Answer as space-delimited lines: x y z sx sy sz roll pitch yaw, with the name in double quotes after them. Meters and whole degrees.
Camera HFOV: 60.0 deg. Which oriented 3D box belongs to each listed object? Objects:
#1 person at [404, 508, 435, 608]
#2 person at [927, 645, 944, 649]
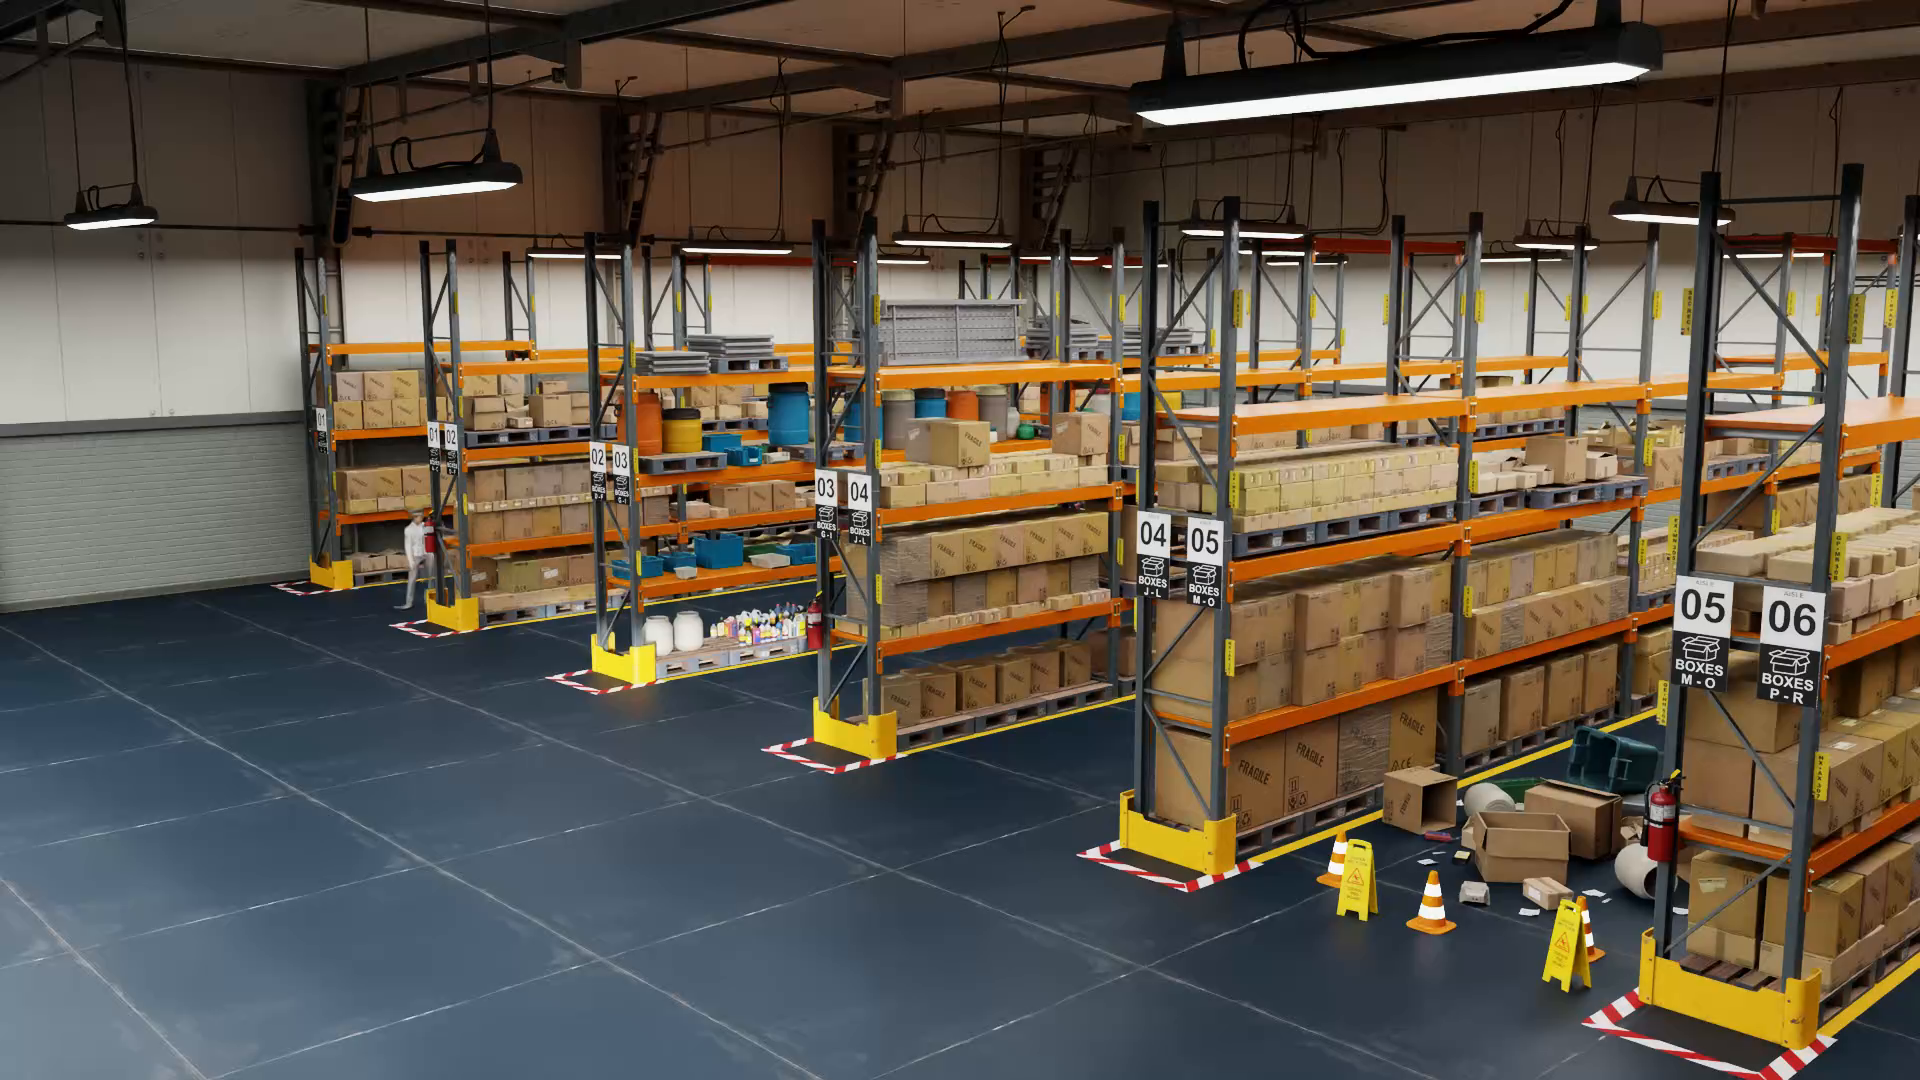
-8.970 0.310 27.663 0.605 1.718 0.475 -8 11 -43 "person"
-0.477 0.769 24.424 0.386 1.669 0.547 6 10 35 "person"
